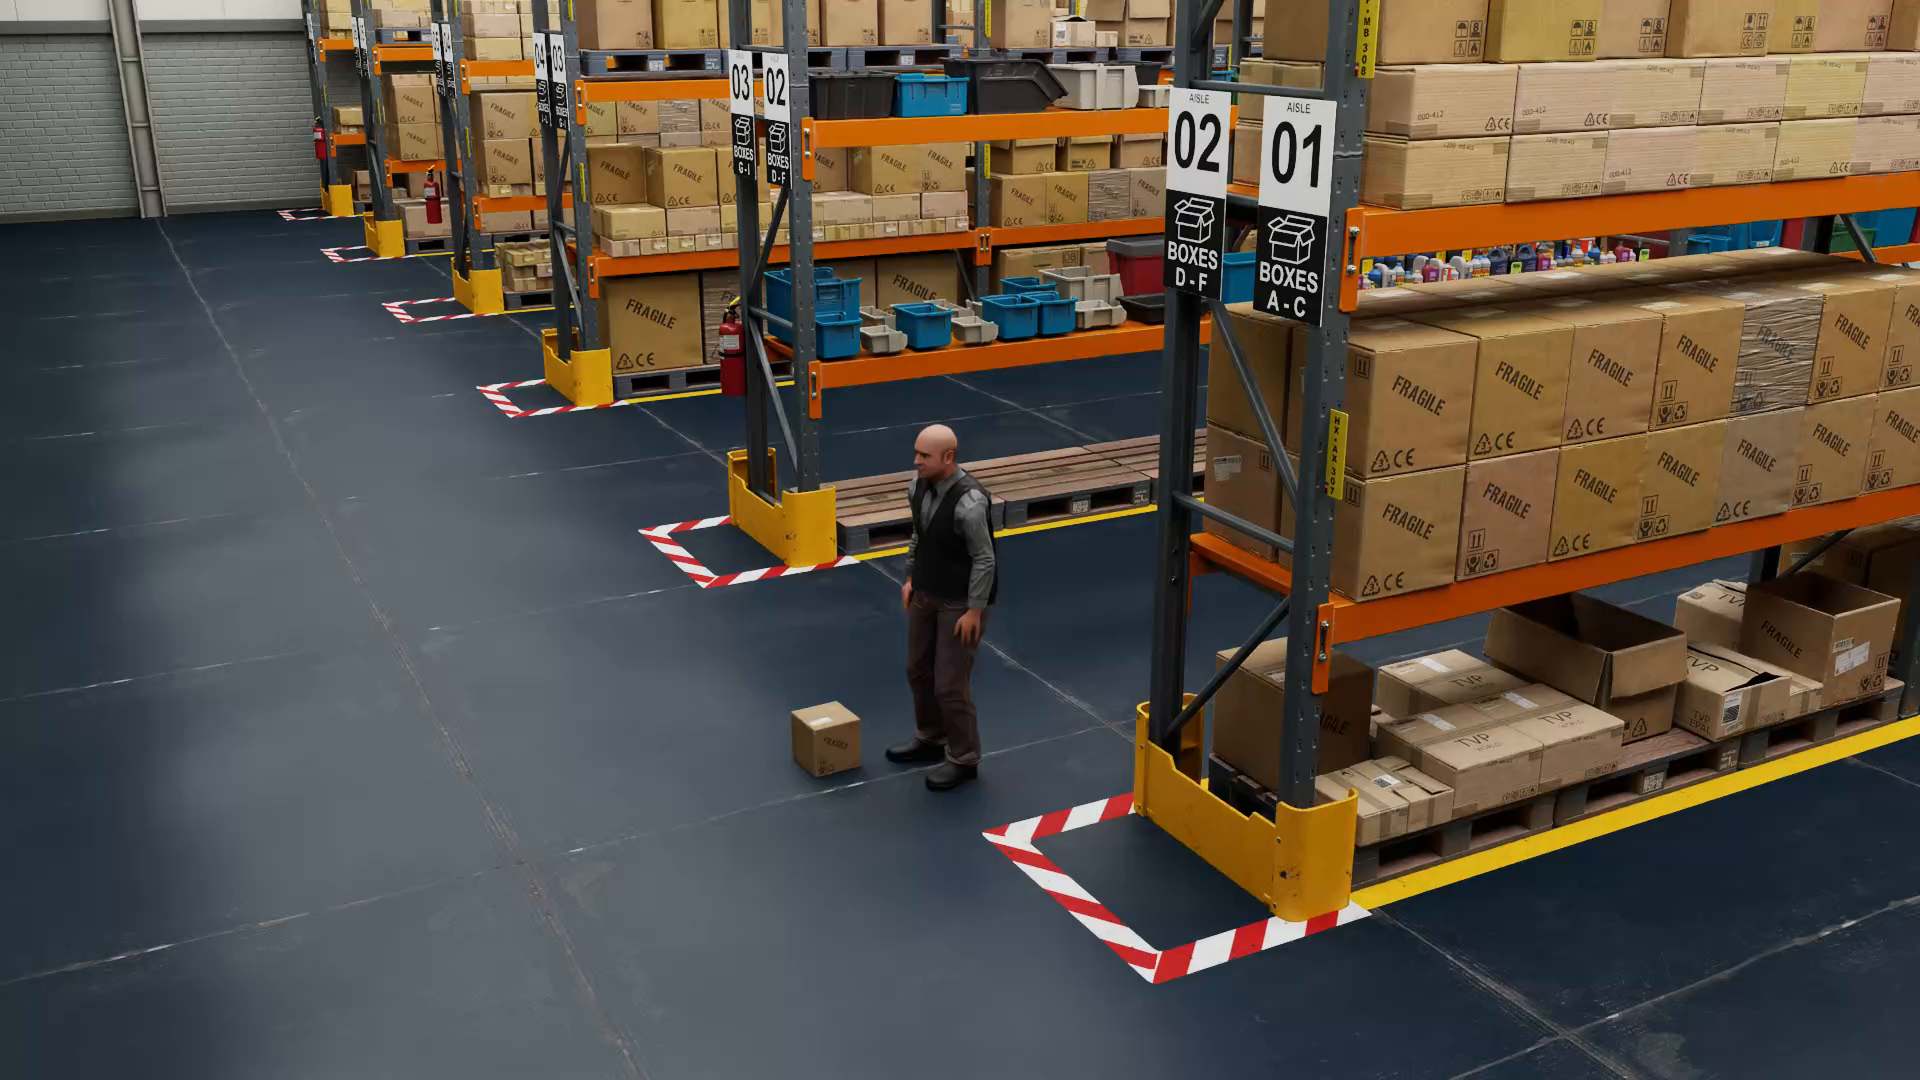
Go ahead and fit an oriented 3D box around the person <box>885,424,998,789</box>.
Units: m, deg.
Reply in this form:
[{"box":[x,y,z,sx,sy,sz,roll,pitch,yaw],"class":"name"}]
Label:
[{"box":[-0.064,0.287,7.733,0.400,1.720,0.587,-12,22,-32],"class":"person"}]
